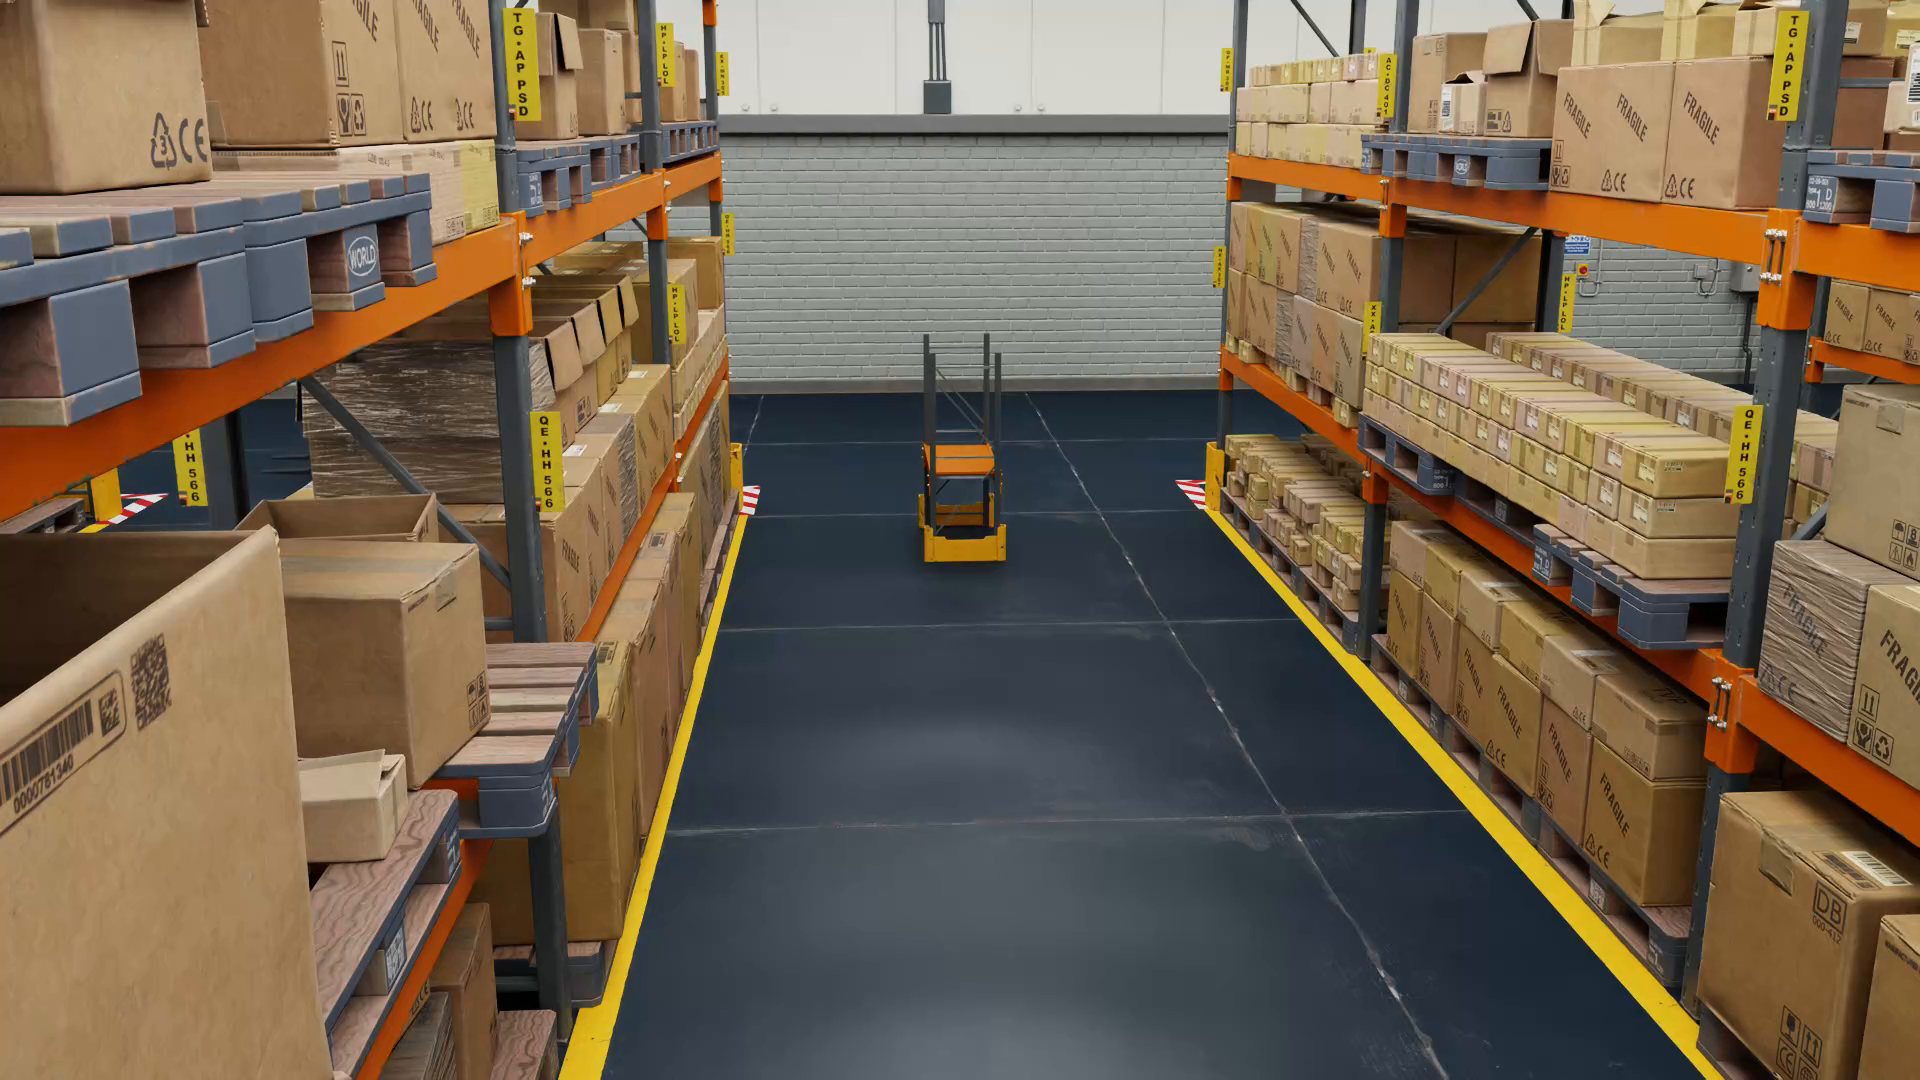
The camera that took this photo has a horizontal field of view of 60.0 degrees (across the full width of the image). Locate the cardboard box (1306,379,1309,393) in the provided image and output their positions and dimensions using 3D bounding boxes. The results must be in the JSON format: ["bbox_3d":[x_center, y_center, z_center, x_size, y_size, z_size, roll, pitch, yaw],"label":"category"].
[{"bbox_3d":[2.517,-1.032,11.021,0.380,0.149,0.250,-1,14,-4],"label":"cardboard box"}]

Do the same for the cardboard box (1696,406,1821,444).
[{"bbox_3d":[3.217,-0.447,6.712,0.380,0.149,0.250,-1,15,-6],"label":"cardboard box"}]

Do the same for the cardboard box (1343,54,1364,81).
[{"bbox_3d":[2.474,-2.775,9.770,0.380,0.149,0.250,-1,14,-4],"label":"cardboard box"}]

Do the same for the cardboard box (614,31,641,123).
[{"bbox_3d":[-2.215,-2.656,9.565,0.700,0.500,0.500,-2,15,-7],"label":"cardboard box"}]

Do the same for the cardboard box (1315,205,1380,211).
[{"bbox_3d":[2.910,-2.196,12.238,0.500,0.500,0.500,-1,14,-5],"label":"cardboard box"}]

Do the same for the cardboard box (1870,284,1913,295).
[{"bbox_3d":[7.321,-2.137,12.607,0.500,0.500,0.500,-1,14,-5],"label":"cardboard box"}]

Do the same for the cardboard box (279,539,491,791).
[{"bbox_3d":[-1.651,0.305,4.278,0.700,0.500,0.500,1,14,5],"label":"cardboard box"}]

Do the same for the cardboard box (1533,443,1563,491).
[{"bbox_3d":[2.561,-0.301,6.742,0.380,0.149,0.250,-1,14,-3],"label":"cardboard box"}]

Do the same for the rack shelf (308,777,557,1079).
[{"bbox_3d":[-1.735,1.131,3.553,1.077,0.370,4.000,-1,14,-3],"label":"rack shelf"}]

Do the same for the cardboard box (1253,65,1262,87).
[{"bbox_3d":[2.337,-3.354,12.021,0.380,0.149,0.250,-1,14,-4],"label":"cardboard box"}]

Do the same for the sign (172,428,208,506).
[{"bbox_3d":[-2.413,-0.266,5.216,0.100,0.325,0.005,-1,14,-3],"label":"sign"}]

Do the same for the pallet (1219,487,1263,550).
[{"bbox_3d":[2.622,-0.183,12.816,1.003,0.211,1.213,-1,14,-3],"label":"pallet"}]

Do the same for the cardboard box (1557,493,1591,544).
[{"bbox_3d":[2.579,-0.089,6.513,0.380,0.149,0.250,-1,14,-2],"label":"cardboard box"}]

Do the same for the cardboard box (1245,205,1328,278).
[{"bbox_3d":[2.403,-2.191,12.218,0.500,0.500,0.500,0,14,-2],"label":"cardboard box"}]

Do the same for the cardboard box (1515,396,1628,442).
[{"bbox_3d":[2.551,-0.504,6.935,0.380,0.149,0.250,-1,14,-3],"label":"cardboard box"}]

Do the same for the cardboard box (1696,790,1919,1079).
[{"bbox_3d":[3.046,1.273,5.230,1.050,0.750,0.750,-1,14,-4],"label":"cardboard box"}]

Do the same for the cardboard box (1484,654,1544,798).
[{"bbox_3d":[2.719,0.821,7.488,0.500,0.500,0.500,-2,15,-6],"label":"cardboard box"}]

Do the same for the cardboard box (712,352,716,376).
[{"bbox_3d":[-1.939,-1.245,11.849,0.380,0.149,0.250,-1,14,-5],"label":"cardboard box"}]

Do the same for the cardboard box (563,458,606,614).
[{"bbox_3d":[-1.652,-0.016,6.368,0.500,0.500,0.500,-1,14,-5],"label":"cardboard box"}]

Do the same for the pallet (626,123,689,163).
[{"bbox_3d":[-2.147,-2.322,9.691,1.003,0.211,1.213,-1,14,-3],"label":"pallet"}]

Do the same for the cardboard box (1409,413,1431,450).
[{"bbox_3d":[2.465,-0.544,8.281,0.380,0.149,0.250,-1,14,-3],"label":"cardboard box"}]

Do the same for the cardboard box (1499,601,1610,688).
[{"bbox_3d":[2.736,0.460,7.387,0.500,0.250,0.500,-1,14,-2],"label":"cardboard box"}]

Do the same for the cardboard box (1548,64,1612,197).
[{"bbox_3d":[2.738,-1.654,6.713,0.500,0.500,0.500,-1,14,-3],"label":"cardboard box"}]

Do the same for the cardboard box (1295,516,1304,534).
[{"bbox_3d":[2.501,-0.128,11.286,0.380,0.149,0.250,-2,15,-6],"label":"cardboard box"}]

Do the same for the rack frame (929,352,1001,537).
[{"bbox_3d":[0.037,-0.579,11.766,0.500,1.500,0.032,-1,14,-3],"label":"rack frame"}]

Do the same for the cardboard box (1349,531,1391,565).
[{"bbox_3d":[2.568,0.044,10.020,0.380,0.149,0.250,0,14,-2],"label":"cardboard box"}]

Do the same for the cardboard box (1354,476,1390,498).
[{"bbox_3d":[2.964,-0.349,11.549,0.380,0.149,0.250,-1,14,-3],"label":"cardboard box"}]

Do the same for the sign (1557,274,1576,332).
[{"bbox_3d":[3.404,-1.331,9.355,0.100,0.325,0.005,-1,14,-3],"label":"sign"}]

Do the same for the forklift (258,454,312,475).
[{"bbox_3d":[-4.443,-1.937,14.173,3.031,2.935,1.130,-4,15,-14],"label":"forklift"}]

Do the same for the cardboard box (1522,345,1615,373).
[{"bbox_3d":[3.101,-0.902,8.482,0.380,0.149,0.250,-1,14,-5],"label":"cardboard box"}]

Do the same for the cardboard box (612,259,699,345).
[{"bbox_3d":[-1.941,-1.519,10.608,0.500,0.500,0.500,-1,14,-5],"label":"cardboard box"}]

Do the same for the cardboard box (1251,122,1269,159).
[{"bbox_3d":[2.403,-2.889,12.015,0.500,0.250,0.500,0,14,-2],"label":"cardboard box"}]

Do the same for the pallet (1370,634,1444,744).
[{"bbox_3d":[2.900,0.783,9.058,1.003,0.211,1.213,-1,14,-3],"label":"pallet"}]

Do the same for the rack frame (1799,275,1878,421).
[{"bbox_3d":[7.537,-1.857,13.724,1.000,3.000,0.127,-1,14,-3],"label":"rack frame"}]

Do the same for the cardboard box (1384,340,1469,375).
[{"bbox_3d":[2.439,-0.956,8.690,0.380,0.149,0.250,0,14,-2],"label":"cardboard box"}]

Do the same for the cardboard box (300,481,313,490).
[{"bbox_3d":[-2.162,-0.006,6.328,0.500,0.500,0.500,-1,14,-4],"label":"cardboard box"}]

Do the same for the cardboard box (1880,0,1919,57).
[{"bbox_3d":[3.316,-1.871,6.021,0.396,0.266,0.258,-1,14,-3],"label":"cardboard box"}]

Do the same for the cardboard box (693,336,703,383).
[{"bbox_3d":[-1.938,-1.154,10.696,0.500,0.250,0.500,-1,14,-2],"label":"cardboard box"}]

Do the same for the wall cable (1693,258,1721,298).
[{"bbox_3d":[8.579,-3.776,19.142,0.588,1.984,0.122,-1,14,-3],"label":"wall cable"}]

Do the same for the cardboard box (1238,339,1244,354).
[{"bbox_3d":[2.352,-1.485,12.784,0.380,0.149,0.250,0,14,-1],"label":"cardboard box"}]

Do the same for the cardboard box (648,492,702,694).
[{"bbox_3d":[-2.047,0.275,8.858,1.225,0.875,0.875,-1,14,-3],"label":"cardboard box"}]

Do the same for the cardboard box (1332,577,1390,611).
[{"bbox_3d":[2.486,0.324,10.124,0.380,0.149,0.250,-1,14,-3],"label":"cardboard box"}]

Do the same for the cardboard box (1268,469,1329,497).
[{"bbox_3d":[2.397,-0.404,11.760,0.380,0.149,0.250,-1,14,-3],"label":"cardboard box"}]

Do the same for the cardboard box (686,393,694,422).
[{"bbox_3d":[-1.826,-0.797,10.108,0.380,0.149,0.250,0,14,-2],"label":"cardboard box"}]

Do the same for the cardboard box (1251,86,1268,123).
[{"bbox_3d":[2.403,-3.135,11.967,0.500,0.250,0.500,-1,14,-4],"label":"cardboard box"}]

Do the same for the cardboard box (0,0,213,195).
[{"bbox_3d":[-1.600,-0.778,2.462,0.797,0.503,0.637,0,14,-1],"label":"cardboard box"}]

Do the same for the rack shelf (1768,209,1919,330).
[{"bbox_3d":[3.222,-0.373,3.379,1.077,0.370,4.000,-1,14,-3],"label":"rack shelf"}]

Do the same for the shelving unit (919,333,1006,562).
[{"bbox_3d":[0.005,-0.707,12.266,0.587,1.500,1.083,-1,14,-3],"label":"shelving unit"}]

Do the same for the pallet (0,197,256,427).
[{"bbox_3d":[-1.543,-0.236,1.783,1.213,0.211,1.003,-1,14,-3],"label":"pallet"}]

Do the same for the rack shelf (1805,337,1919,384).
[{"bbox_3d":[7.660,-1.011,11.880,1.077,0.370,4.000,-1,14,-3],"label":"rack shelf"}]

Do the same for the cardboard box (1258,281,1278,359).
[{"bbox_3d":[2.431,-1.577,11.839,0.500,0.500,0.500,-1,14,-3],"label":"cardboard box"}]

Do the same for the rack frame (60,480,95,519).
[{"bbox_3d":[-7.298,-1.627,12.832,1.000,3.000,0.127,-1,14,-3],"label":"rack frame"}]

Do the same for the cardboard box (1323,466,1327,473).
[{"bbox_3d":[2.954,-0.466,12.600,0.380,0.149,0.250,-1,15,-6],"label":"cardboard box"}]

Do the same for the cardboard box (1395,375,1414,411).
[{"bbox_3d":[2.450,-0.753,8.496,0.380,0.149,0.250,-1,14,-2],"label":"cardboard box"}]

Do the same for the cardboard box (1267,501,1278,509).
[{"bbox_3d":[2.453,-0.190,12.124,0.380,0.149,0.250,-1,14,-3],"label":"cardboard box"}]
